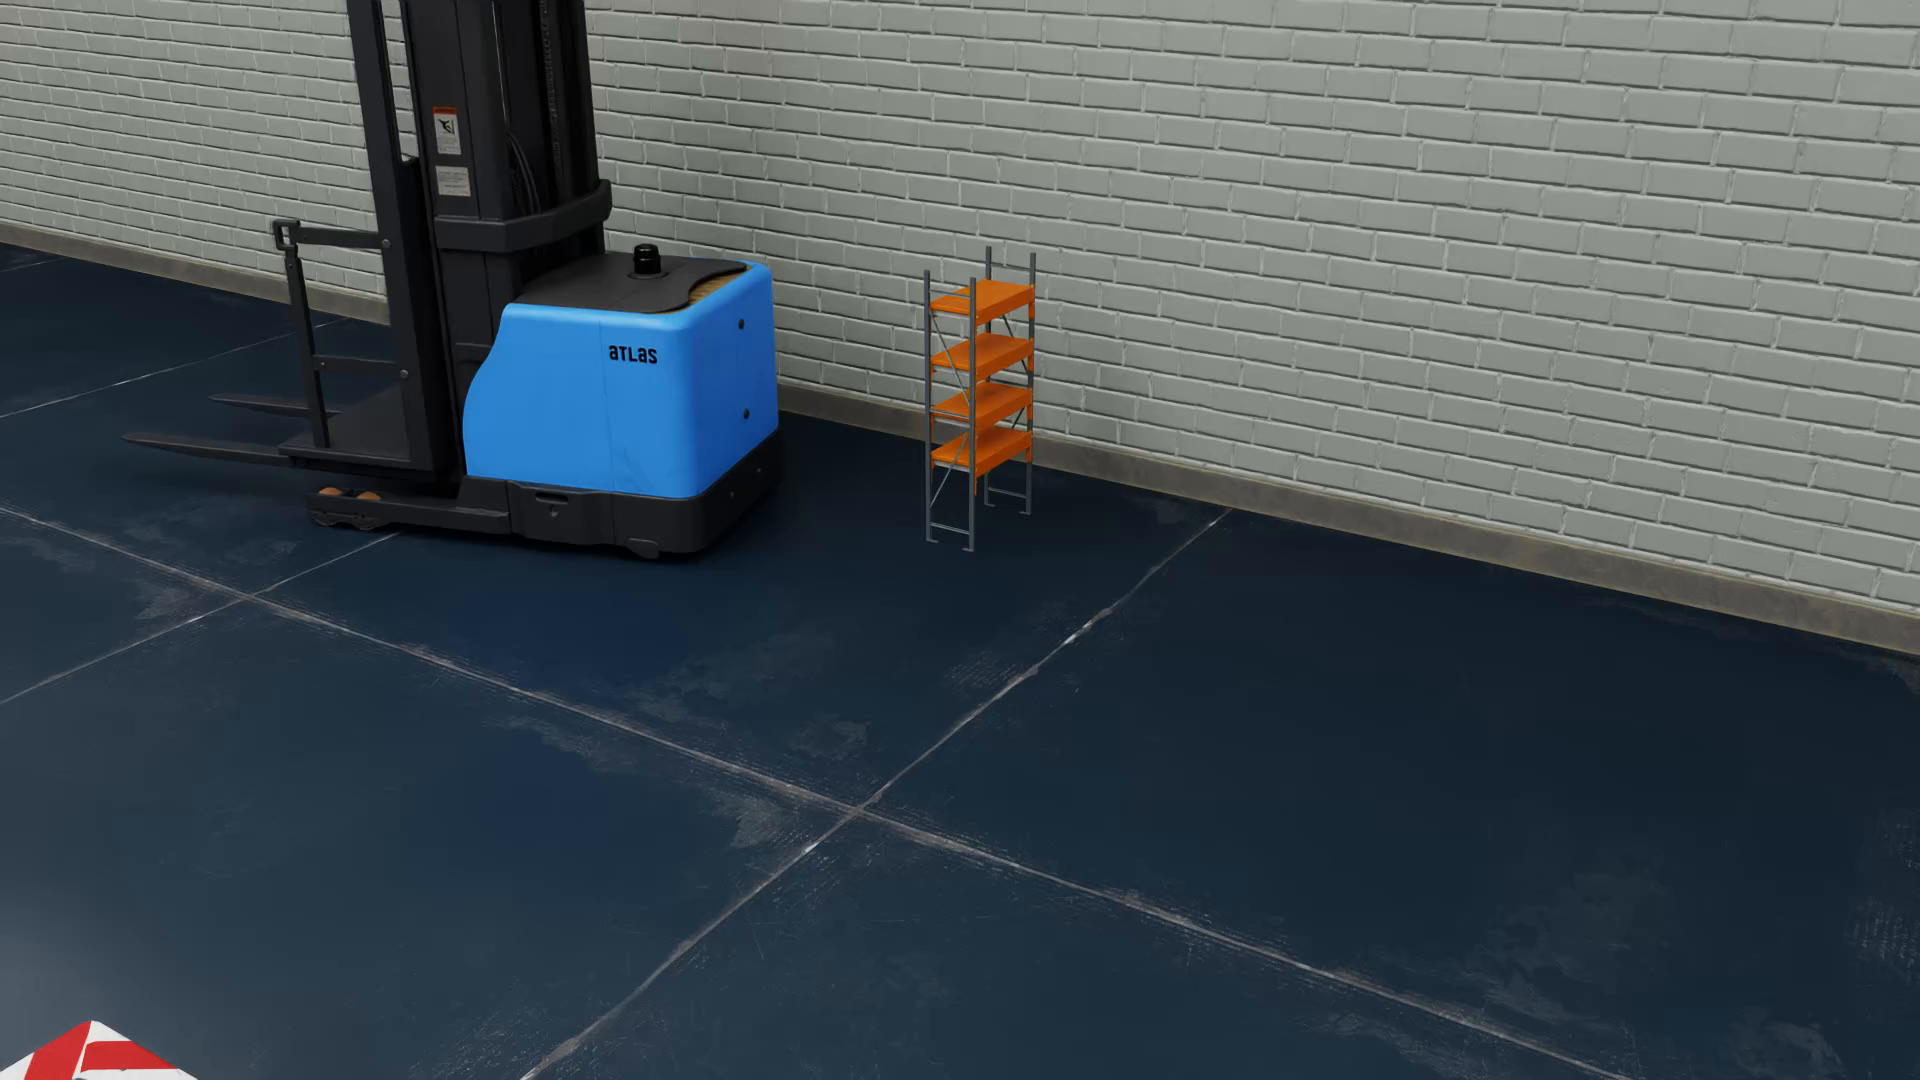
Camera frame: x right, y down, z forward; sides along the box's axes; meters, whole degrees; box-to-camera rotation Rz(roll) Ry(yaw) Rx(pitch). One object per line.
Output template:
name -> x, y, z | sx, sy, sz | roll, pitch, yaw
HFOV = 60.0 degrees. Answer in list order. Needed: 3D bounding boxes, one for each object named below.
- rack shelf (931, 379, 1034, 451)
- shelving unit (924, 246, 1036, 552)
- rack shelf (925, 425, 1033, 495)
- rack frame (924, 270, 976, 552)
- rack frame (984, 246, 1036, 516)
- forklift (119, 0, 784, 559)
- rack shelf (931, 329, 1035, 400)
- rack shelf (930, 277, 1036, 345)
rack shelf -> 0.087, -0.545, 7.167 | 0.258, 0.148, 0.480 | 14, 27, 29
shelving unit -> 0.087, -0.606, 7.141 | 0.258, 1.200, 0.503 | 14, 27, 29
rack shelf -> 0.087, -0.363, 7.246 | 0.258, 0.148, 0.480 | 14, 27, 29
rack frame -> -0.041, -0.524, 6.950 | 0.240, 1.200, 0.015 | 14, 27, 29
rack frame -> 0.216, -0.689, 7.331 | 0.240, 1.200, 0.015 | 14, 27, 29
forklift -> -2.398, -1.580, 7.210 | 3.031, 2.935, 1.130 | 7, 24, 15
rack shelf -> 0.087, -0.750, 7.079 | 0.258, 0.148, 0.480 | 14, 27, 29
rack shelf -> 0.087, -0.967, 6.985 | 0.258, 0.148, 0.480 | 14, 27, 29
